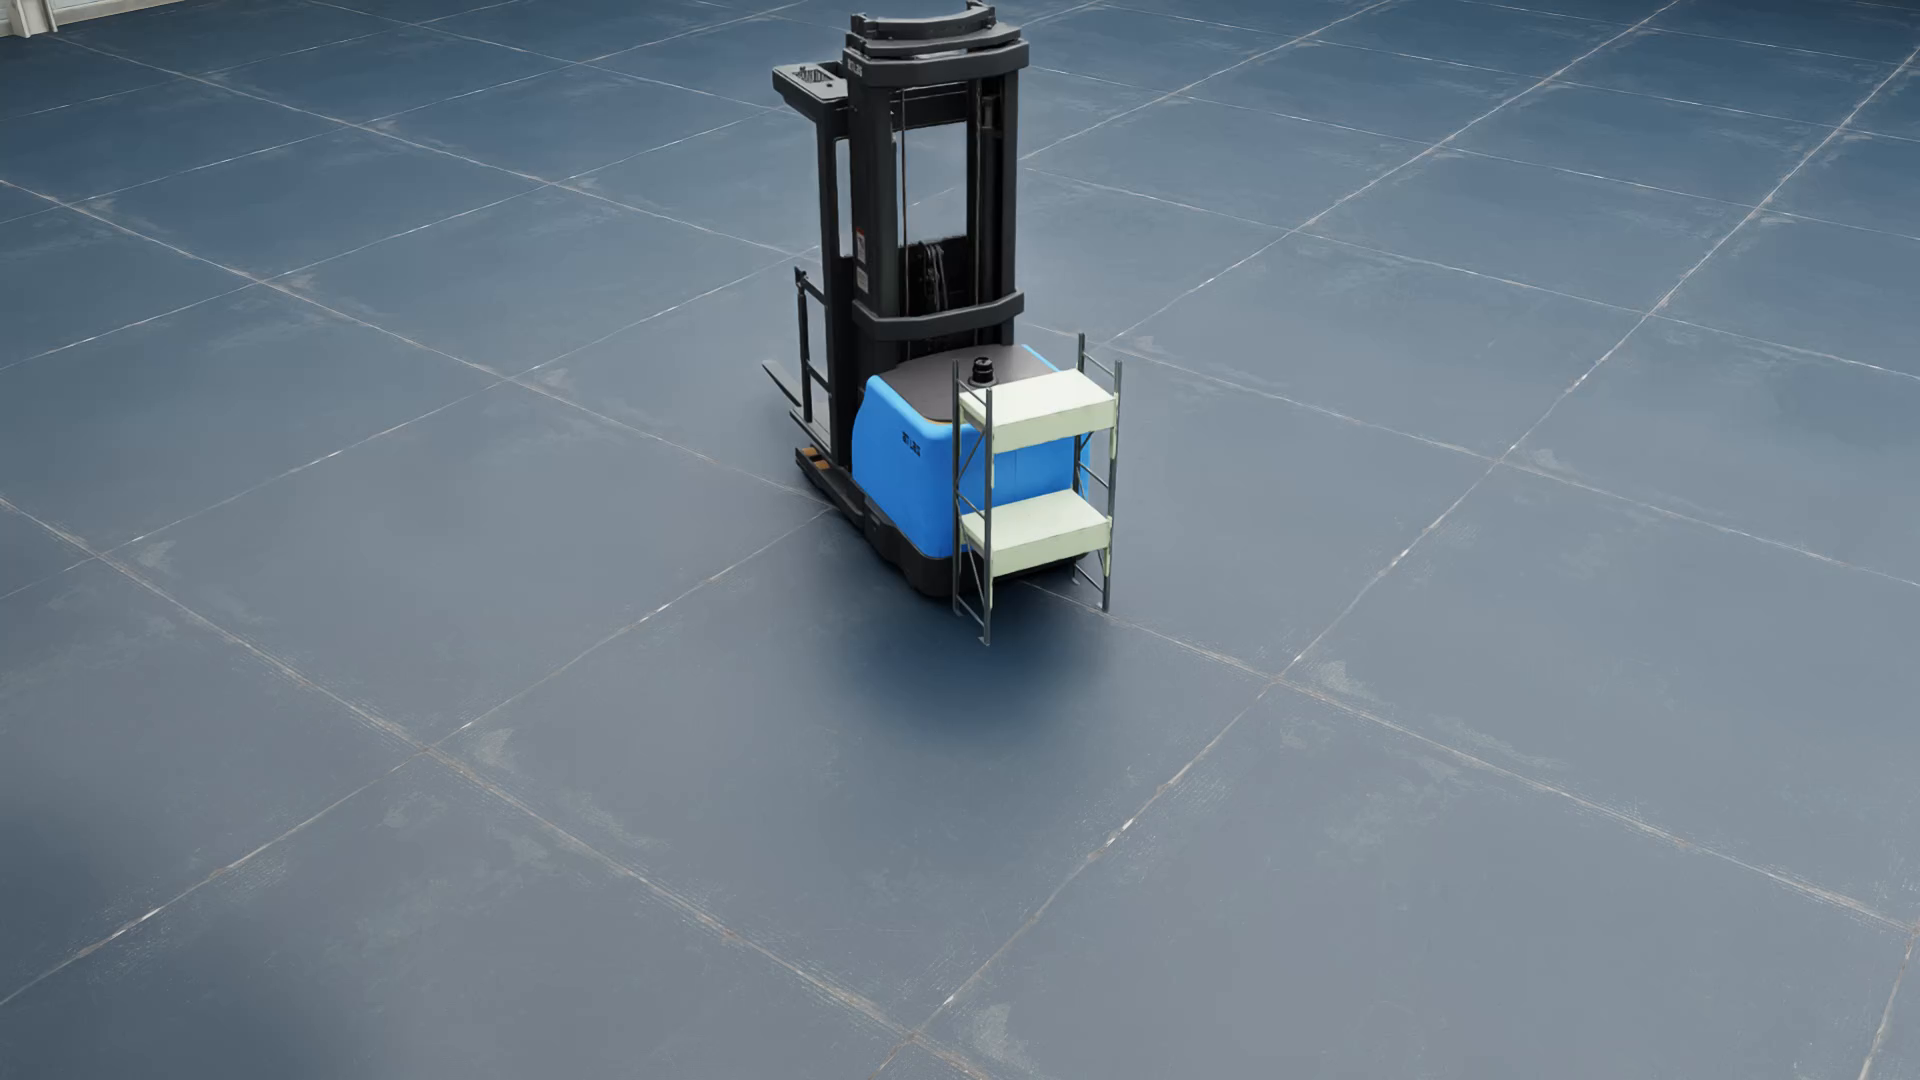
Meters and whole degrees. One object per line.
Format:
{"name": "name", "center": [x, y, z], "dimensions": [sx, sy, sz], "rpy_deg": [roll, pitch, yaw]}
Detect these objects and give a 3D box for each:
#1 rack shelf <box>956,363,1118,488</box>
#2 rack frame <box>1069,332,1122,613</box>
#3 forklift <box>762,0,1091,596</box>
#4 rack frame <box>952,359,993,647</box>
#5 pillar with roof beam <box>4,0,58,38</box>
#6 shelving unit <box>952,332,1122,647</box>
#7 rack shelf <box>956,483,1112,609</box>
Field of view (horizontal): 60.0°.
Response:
{"name": "rack shelf", "center": [0.387, -0.592, 8.512], "dimensions": [0.720, 0.370, 0.431], "rpy_deg": [-14, 34, -23]}
{"name": "rack frame", "center": [0.714, -0.340, 8.852], "dimensions": [0.023, 1.500, 0.400], "rpy_deg": [-14, 34, -23]}
{"name": "forklift", "center": [-0.377, -1.681, 9.711], "dimensions": [1.130, 2.935, 3.031], "rpy_deg": [-14, 34, -23]}
{"name": "rack frame", "center": [0.060, -0.172, 8.570], "dimensions": [0.023, 1.500, 0.400], "rpy_deg": [-14, 34, -23]}
{"name": "pillar with roof beam", "center": [-7.742, -8.681, 15.572], "dimensions": [9.100, 9.000, 0.400], "rpy_deg": [21, 37, 31]}
{"name": "shelving unit", "center": [0.387, -0.256, 8.711], "dimensions": [0.755, 1.500, 0.431], "rpy_deg": [-14, 34, -23]}
{"name": "rack shelf", "center": [0.387, 0.024, 8.877], "dimensions": [0.720, 0.370, 0.431], "rpy_deg": [-14, 34, -23]}
